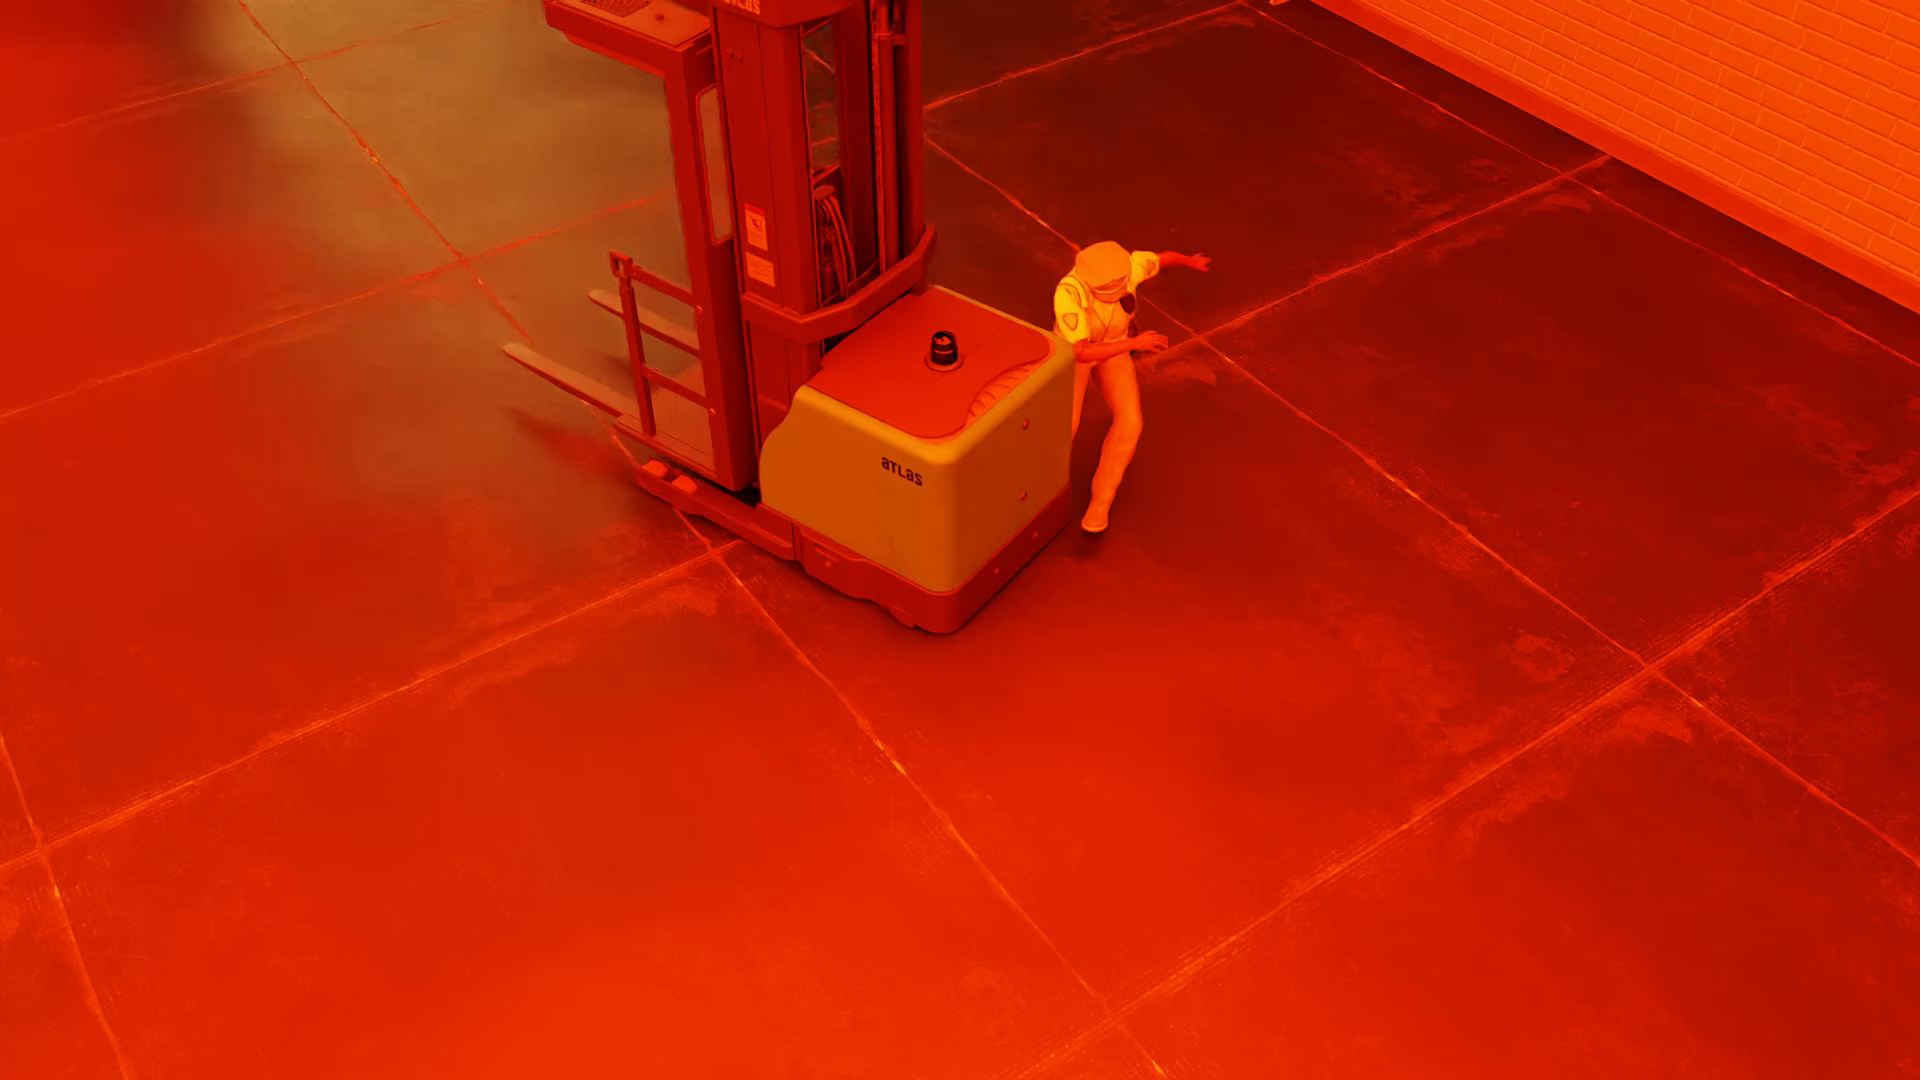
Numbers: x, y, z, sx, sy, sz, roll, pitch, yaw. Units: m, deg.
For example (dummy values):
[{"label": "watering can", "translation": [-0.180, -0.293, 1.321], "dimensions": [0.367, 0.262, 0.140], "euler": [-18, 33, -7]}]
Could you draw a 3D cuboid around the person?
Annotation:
[{"label": "person", "translation": [0.788, -0.800, 7.780], "dimensions": [1.125, 1.383, 0.892], "euler": [-11, 44, -12]}]

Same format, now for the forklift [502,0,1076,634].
[{"label": "forklift", "translation": [-0.964, -1.480, 7.321], "dimensions": [3.031, 2.935, 1.130], "euler": [27, 49, 26]}]
